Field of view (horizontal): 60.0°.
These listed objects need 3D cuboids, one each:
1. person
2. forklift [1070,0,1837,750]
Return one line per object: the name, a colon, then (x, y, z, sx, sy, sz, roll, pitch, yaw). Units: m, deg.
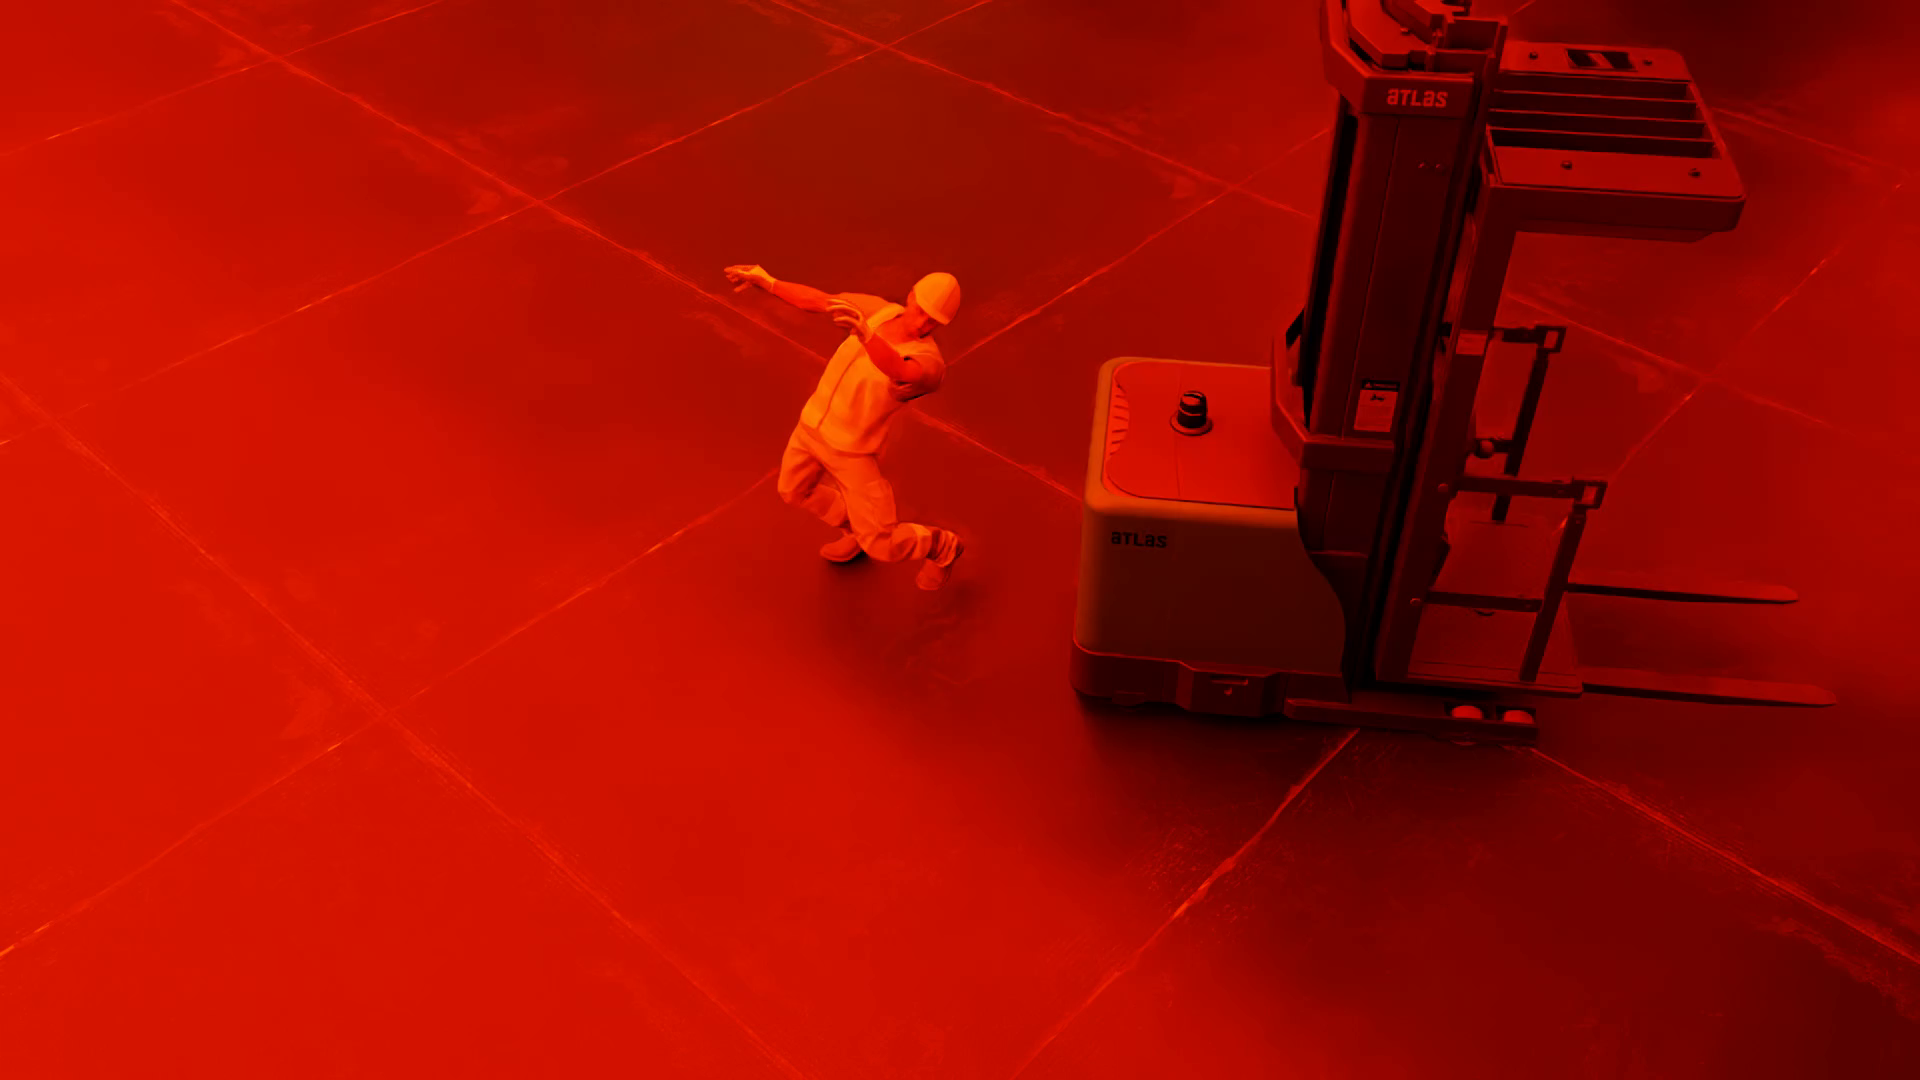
person: (-0.480, -0.582, 7.084, 0.697, 1.625, 1.073, -31, 49, -31)
forklift: (2.015, -0.638, 6.171, 3.031, 2.935, 1.130, 5, 41, 6)
